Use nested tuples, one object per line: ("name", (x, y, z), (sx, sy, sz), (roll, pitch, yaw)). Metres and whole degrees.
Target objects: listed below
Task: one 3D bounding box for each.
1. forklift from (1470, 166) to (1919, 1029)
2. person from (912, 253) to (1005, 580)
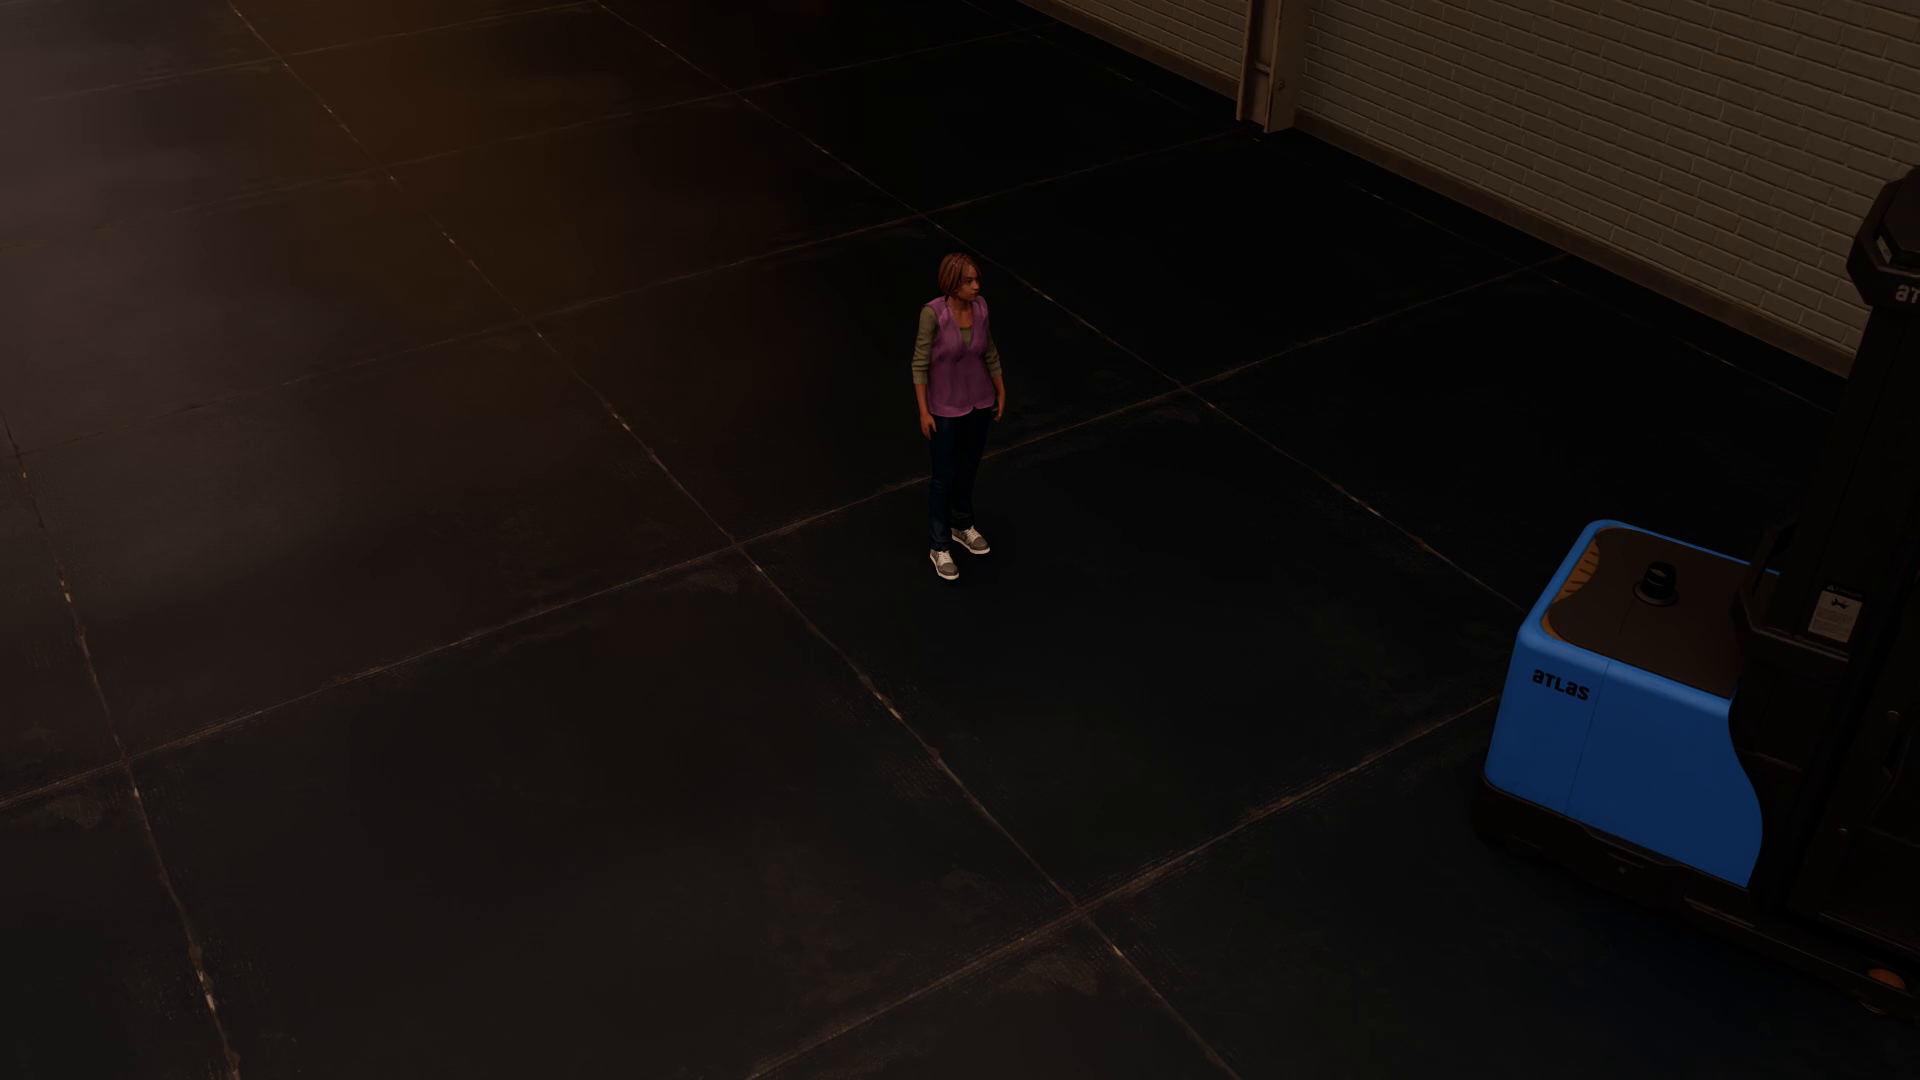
("forklift", (3.632, 0.275, 5.756), (3.031, 2.935, 1.130), (21, 40, 27))
("person", (0.030, -0.618, 8.174), (0.520, 1.599, 0.469), (-21, 40, -27))
